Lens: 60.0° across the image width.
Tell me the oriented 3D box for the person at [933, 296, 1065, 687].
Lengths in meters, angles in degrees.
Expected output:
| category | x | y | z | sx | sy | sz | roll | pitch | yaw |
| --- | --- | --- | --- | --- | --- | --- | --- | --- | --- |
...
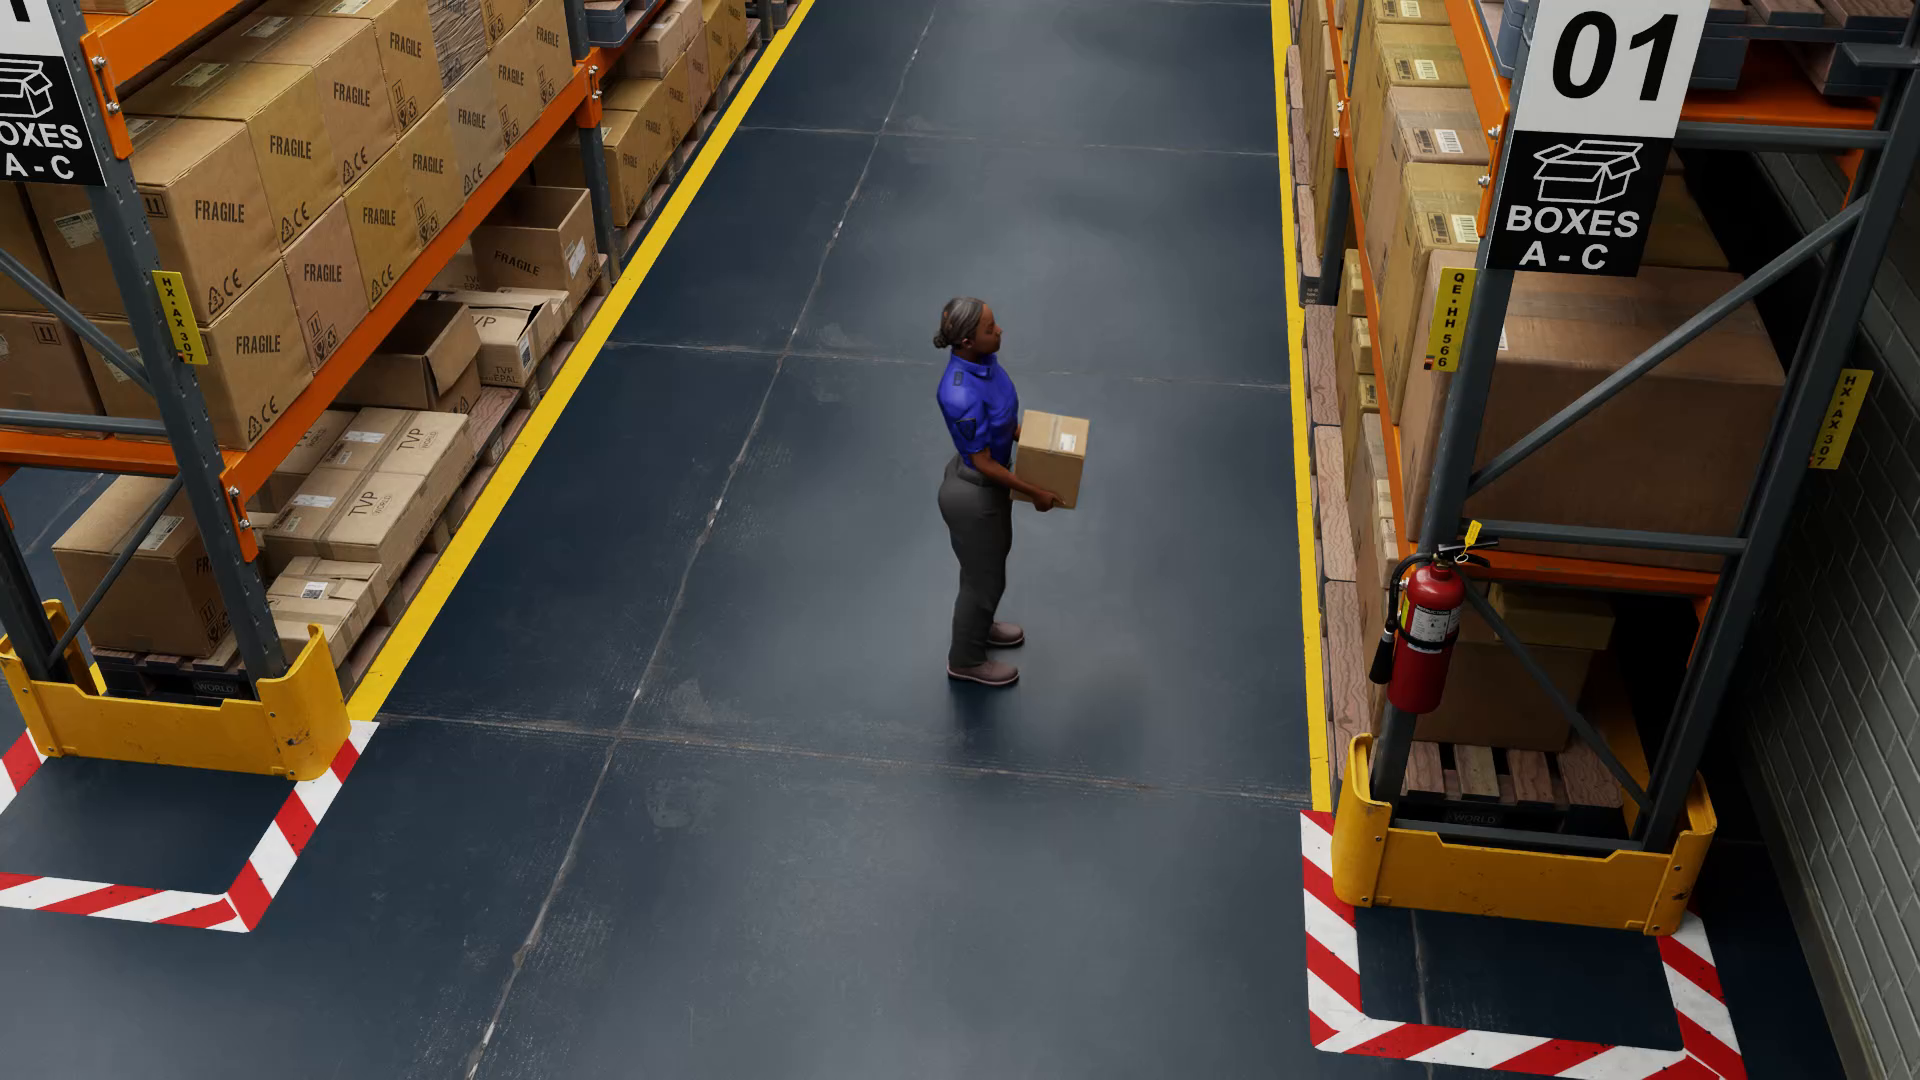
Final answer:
| category | x | y | z | sx | sy | sz | roll | pitch | yaw |
| --- | --- | --- | --- | --- | --- | --- | --- | --- | --- |
| person | 0.157 | -0.179 | 6.404 | 0.517 | 1.646 | 0.450 | 5 | 37 | 6 |
